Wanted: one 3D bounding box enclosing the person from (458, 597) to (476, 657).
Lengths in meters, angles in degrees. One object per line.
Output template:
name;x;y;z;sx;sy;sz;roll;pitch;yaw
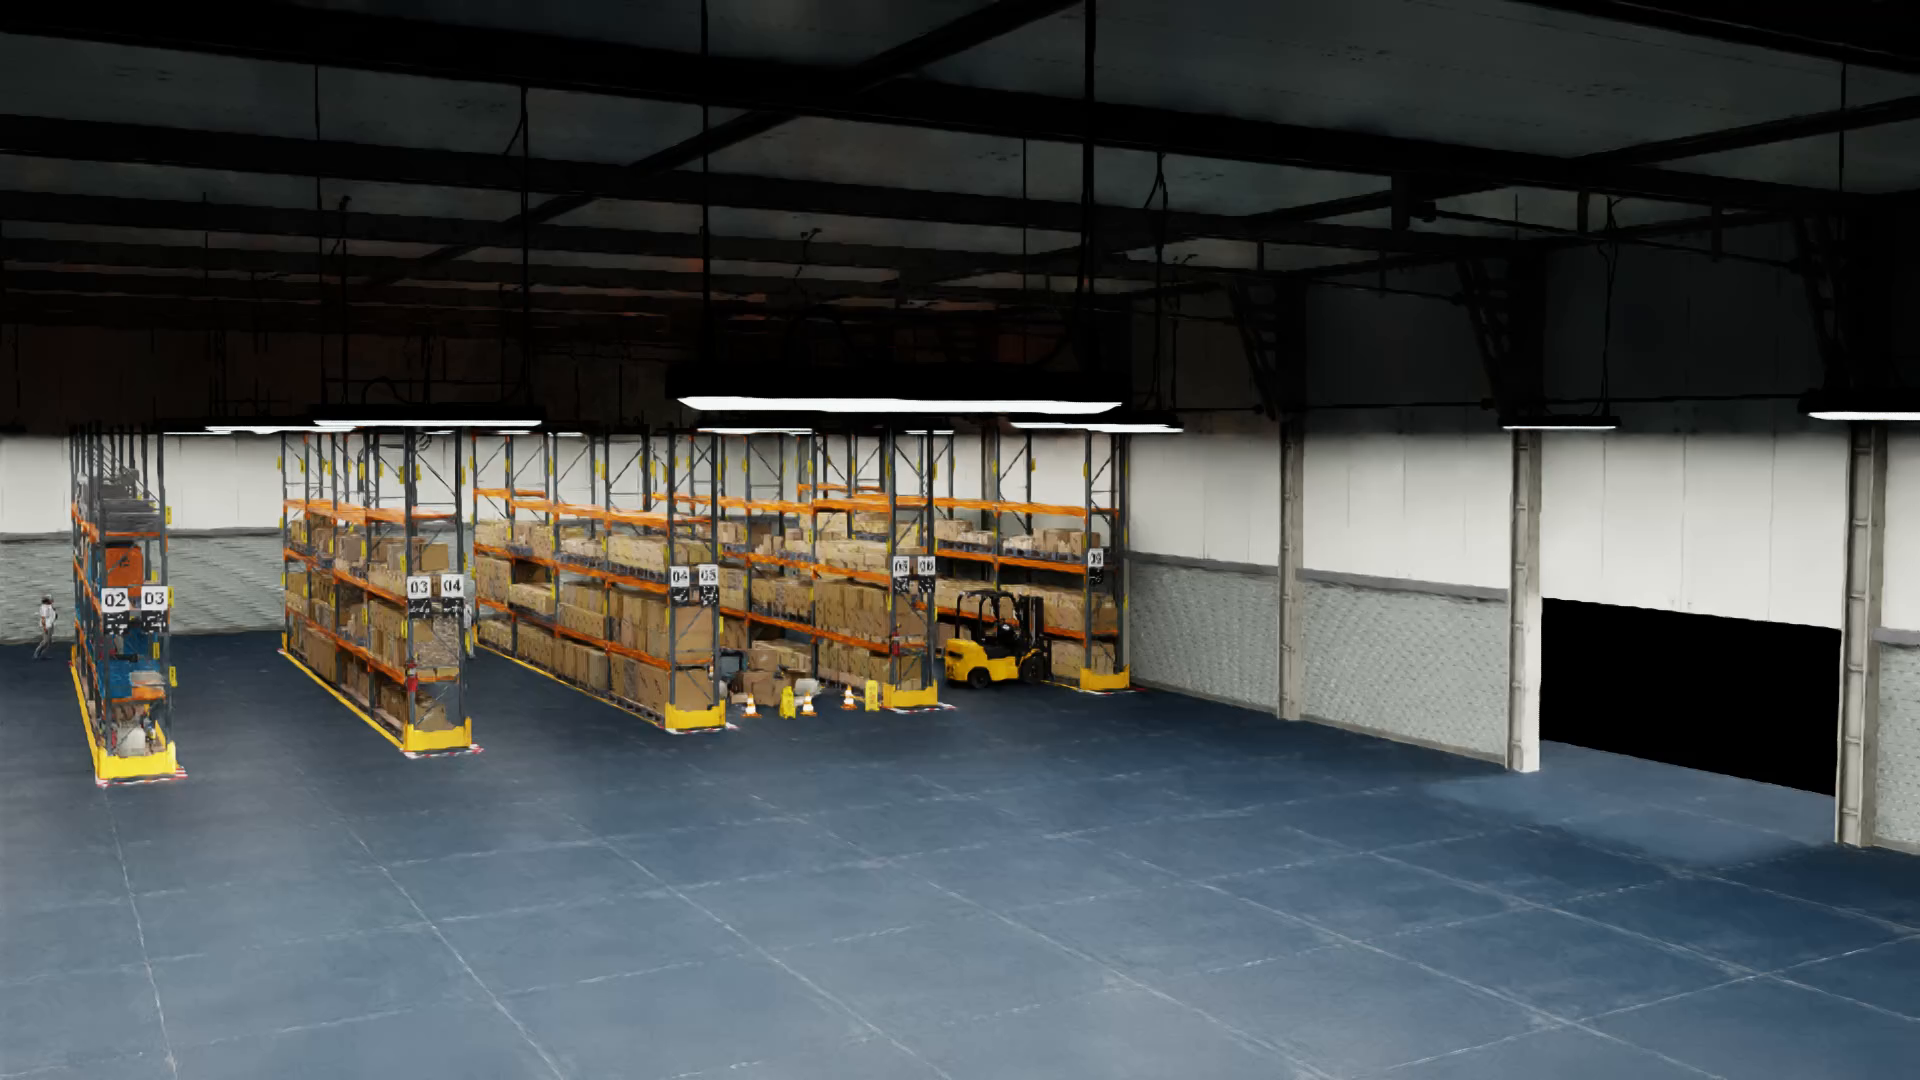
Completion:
person;-12.916;2.249;43.246;0.497;1.578;1.089;-2;4;-27

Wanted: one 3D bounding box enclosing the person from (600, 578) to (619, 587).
person;-10.918;1.672;51.871;0.626;1.743;0.539;2;4;24

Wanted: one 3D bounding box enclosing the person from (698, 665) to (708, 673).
person;-6.316;2.358;39.881;0.576;1.768;0.626;0;4;0

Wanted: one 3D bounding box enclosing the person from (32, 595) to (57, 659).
person;-23.549;2.246;42.743;0.462;1.655;0.630;0;4;-4
